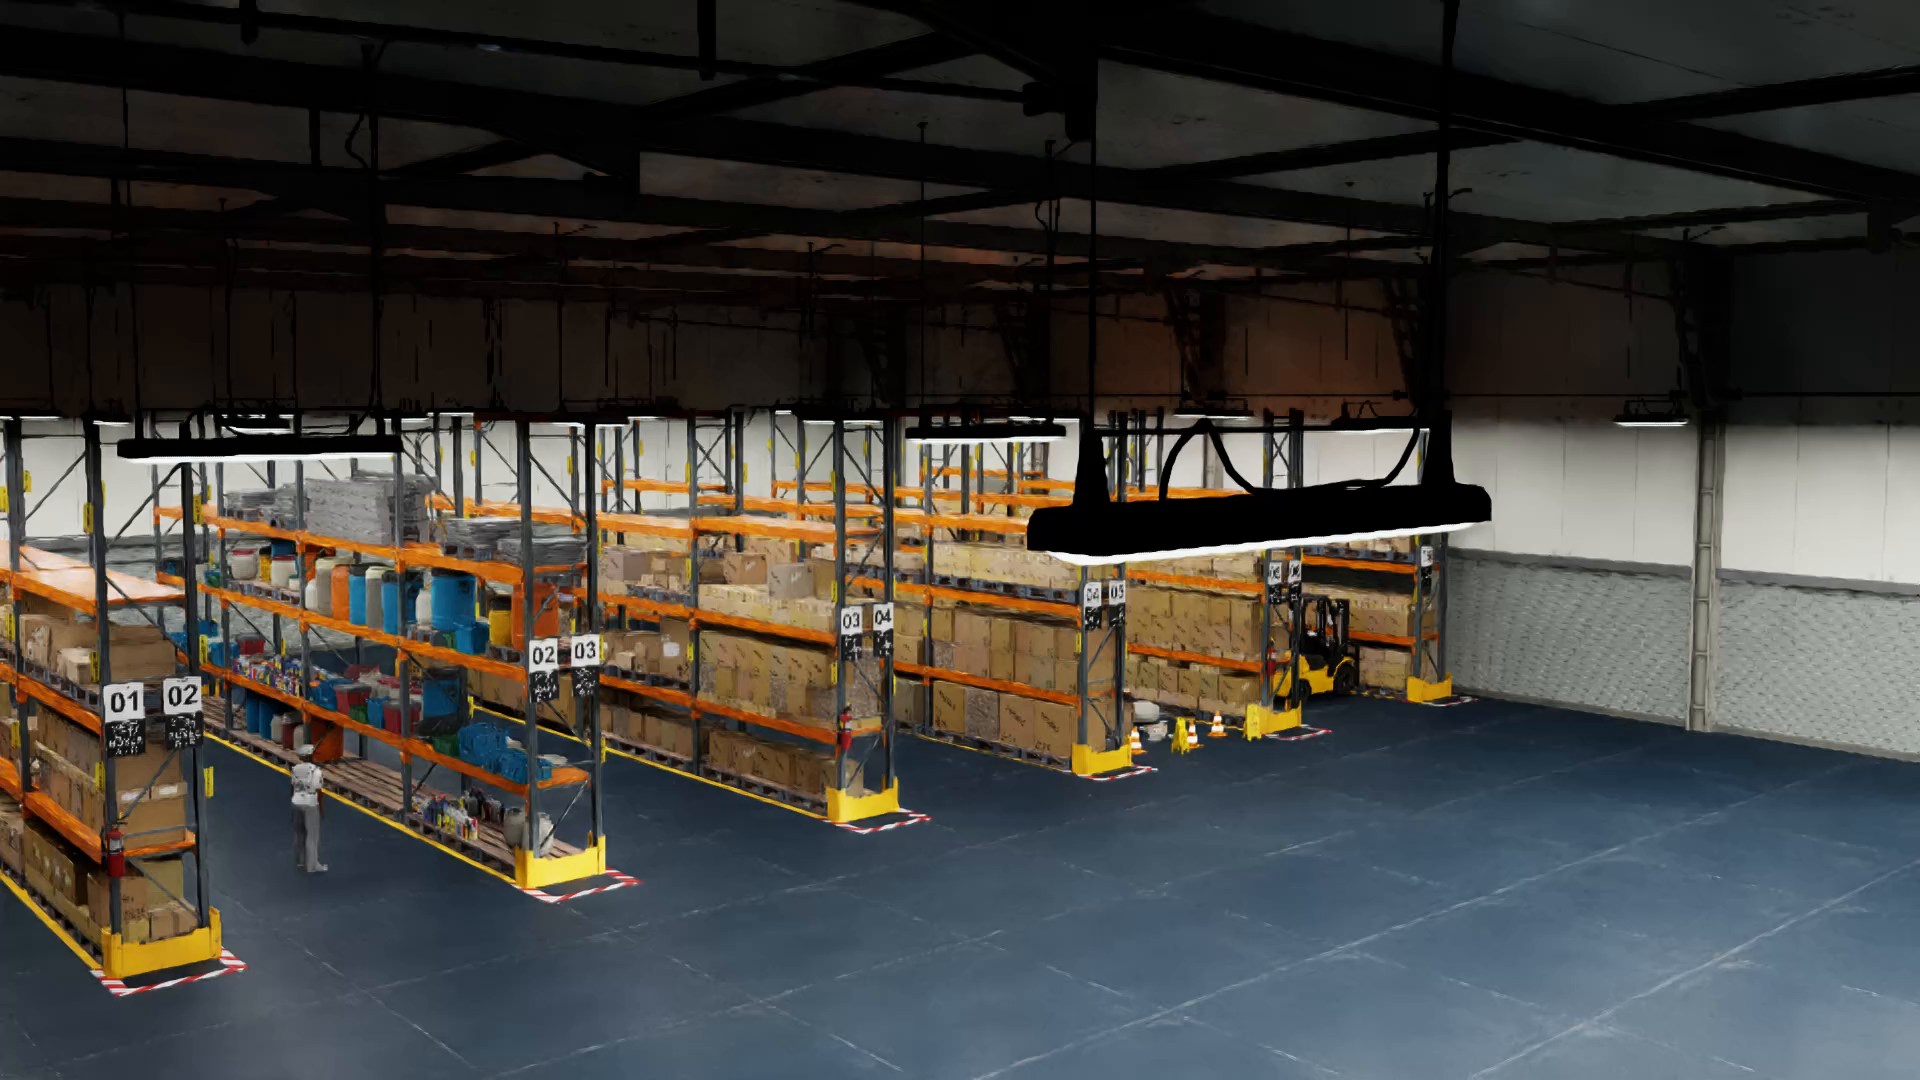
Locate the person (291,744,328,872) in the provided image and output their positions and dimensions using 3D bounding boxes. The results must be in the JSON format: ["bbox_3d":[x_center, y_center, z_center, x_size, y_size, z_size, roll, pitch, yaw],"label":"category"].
[{"bbox_3d":[-8.647,3.545,22.092,0.502,1.677,0.422,2,5,19],"label":"person"}]

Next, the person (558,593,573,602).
[{"bbox_3d":[-9.971,1.825,42.335,0.531,1.585,0.946,-2,5,-19],"label":"person"}]
